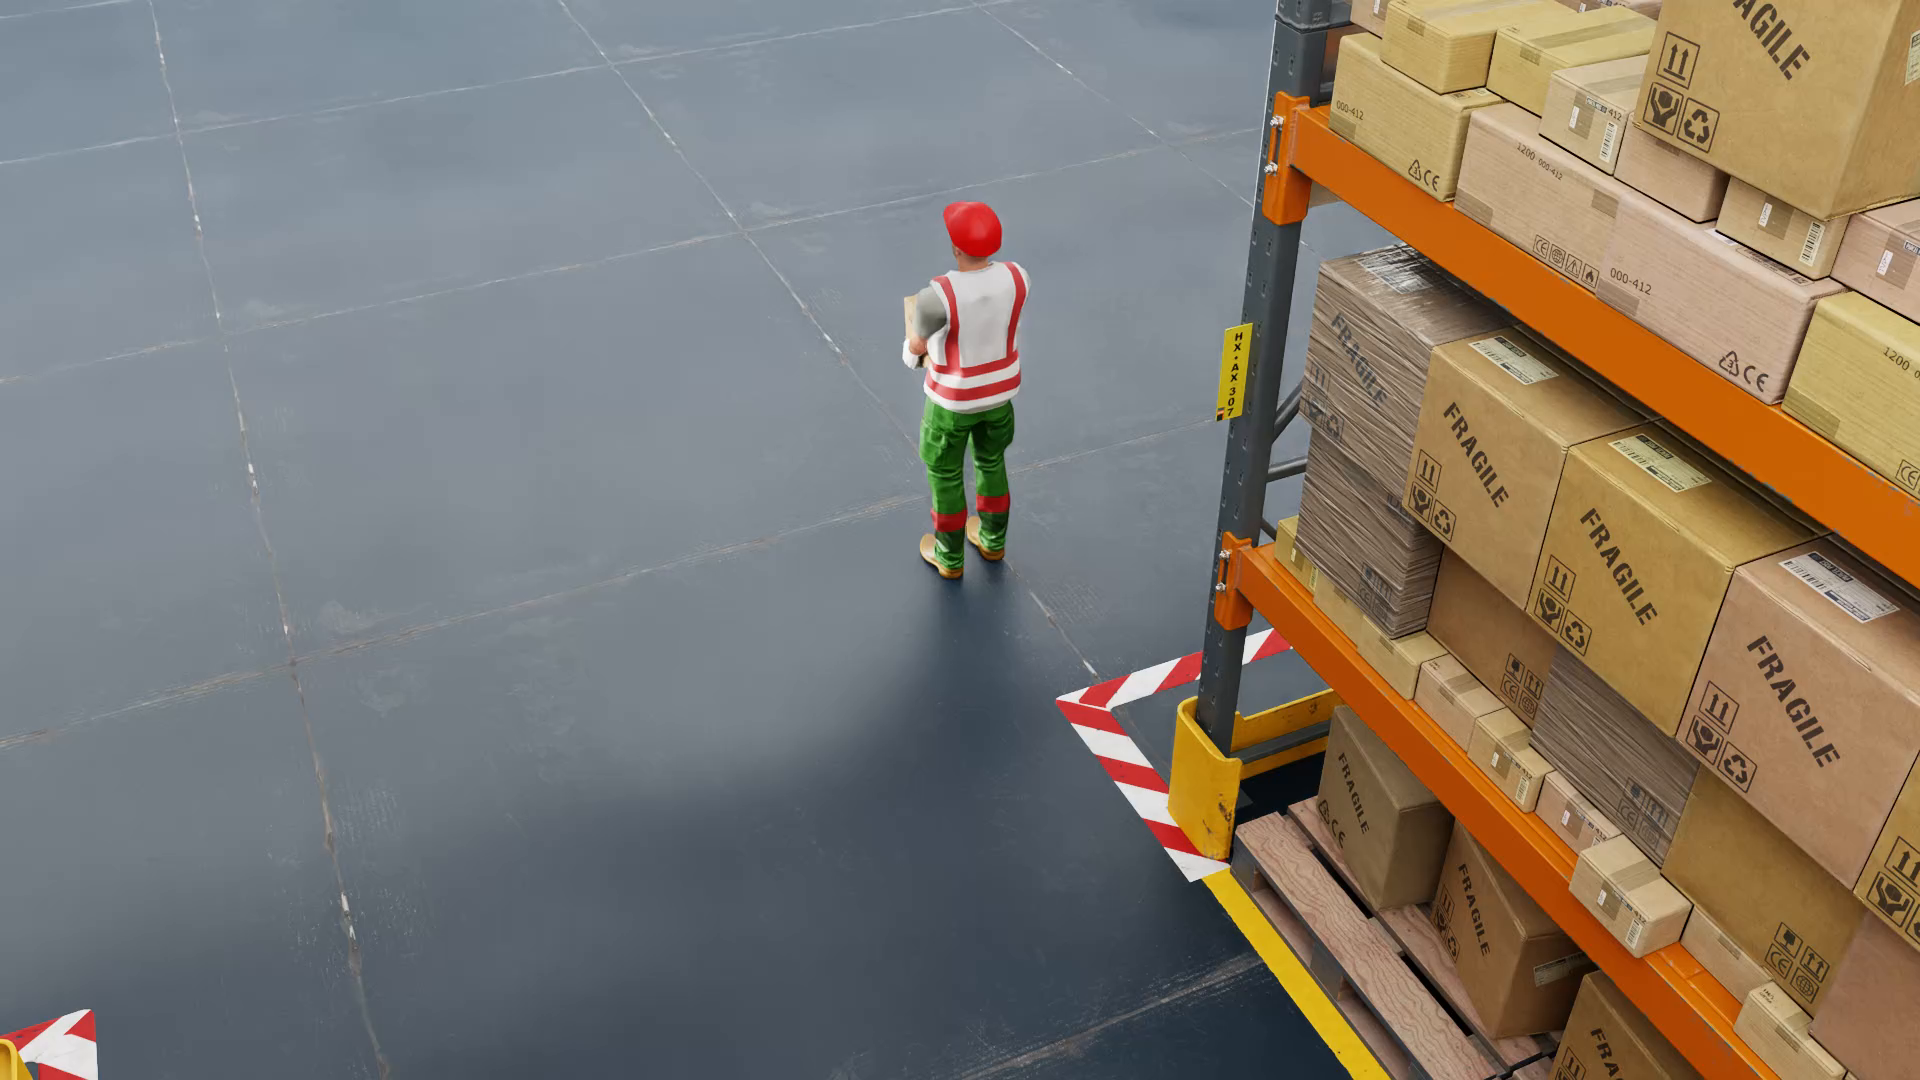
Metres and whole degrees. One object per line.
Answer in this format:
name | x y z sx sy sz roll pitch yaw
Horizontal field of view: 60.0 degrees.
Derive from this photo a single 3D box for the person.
person | -0.002 -0.665 7.016 0.500 1.787 0.560 -16 40 -20
